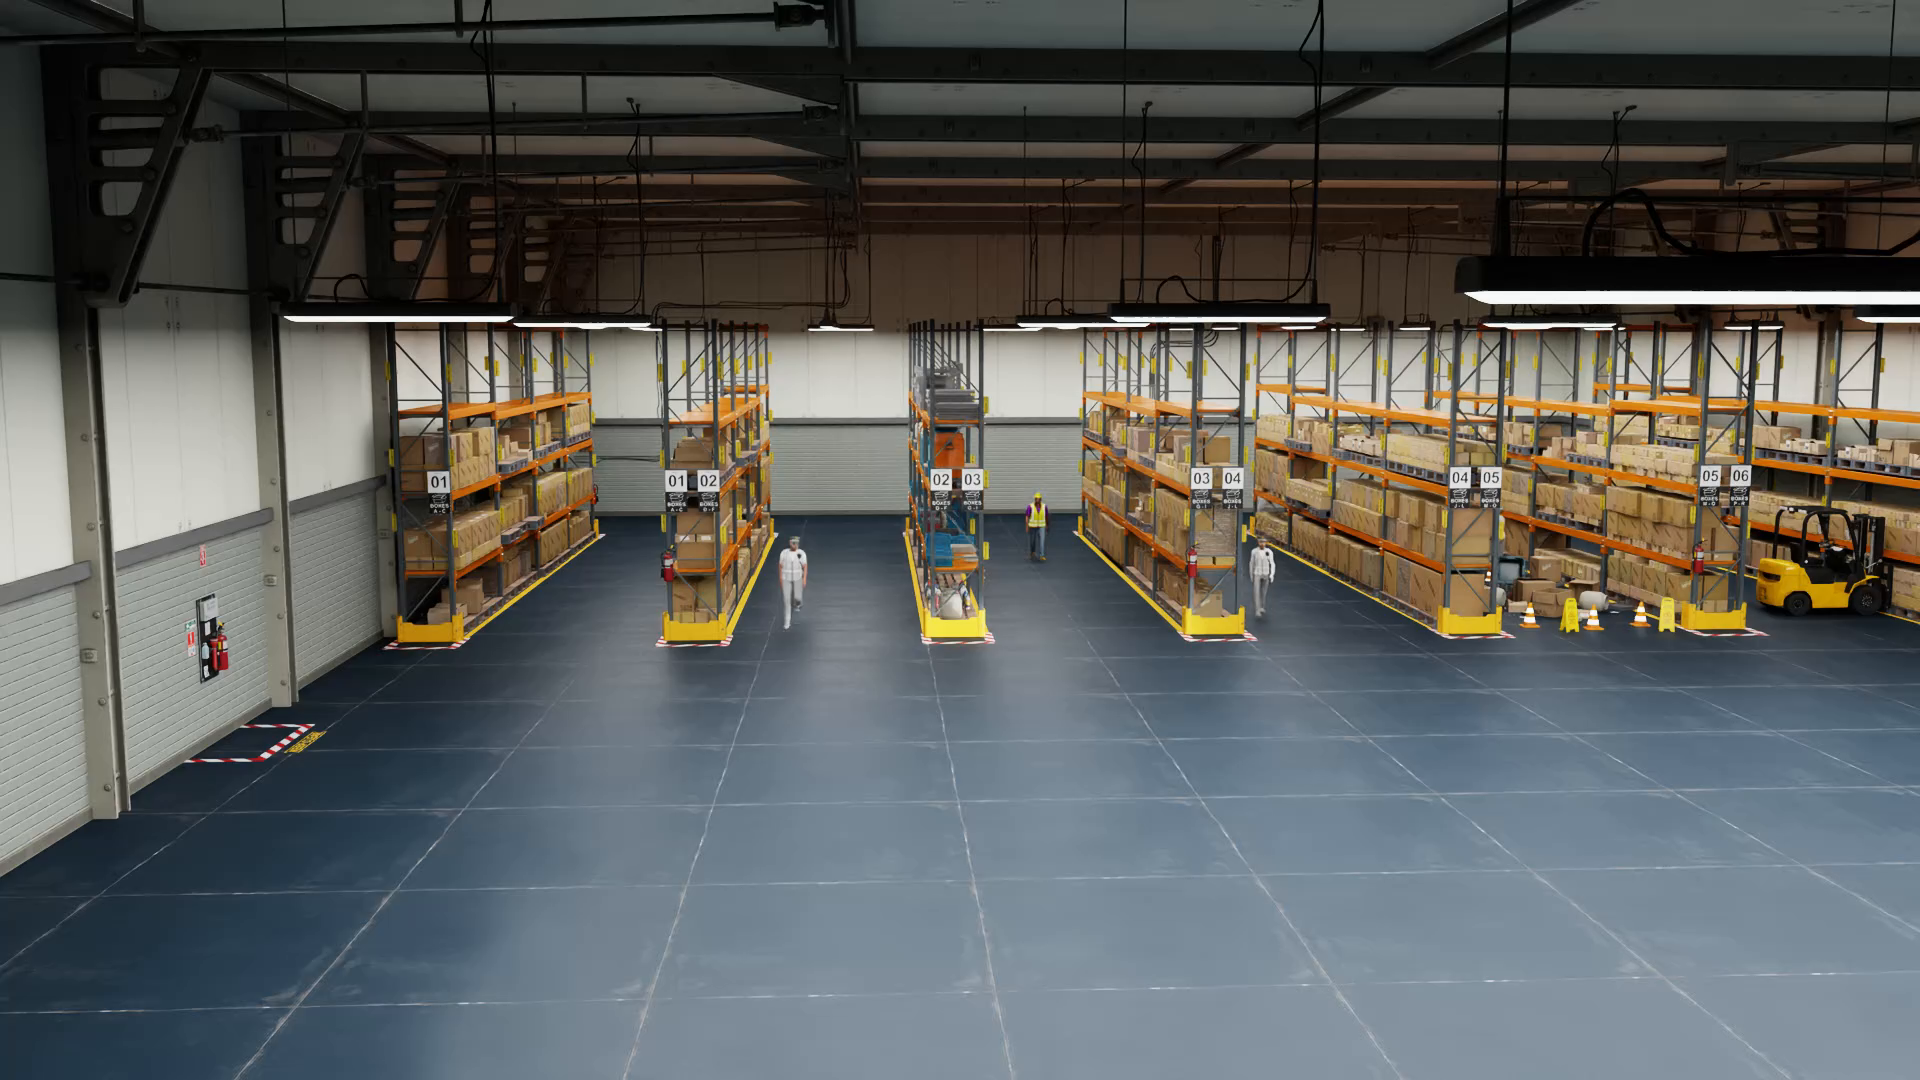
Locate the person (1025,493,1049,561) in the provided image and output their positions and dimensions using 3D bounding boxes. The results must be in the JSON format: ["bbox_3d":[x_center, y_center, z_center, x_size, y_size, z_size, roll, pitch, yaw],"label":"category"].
[{"bbox_3d":[1.971,-0.345,42.230,0.642,1.712,1.093,-1,7,-6],"label":"person"}]

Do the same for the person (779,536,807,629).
[{"bbox_3d":[-3.285,0.834,32.752,0.561,1.794,0.683,-1,7,-7],"label":"person"}]

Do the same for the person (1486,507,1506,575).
[{"bbox_3d":[12.788,0.021,39.517,0.470,1.701,0.491,-4,8,-29],"label":"person"}]

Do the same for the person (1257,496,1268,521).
[{"bbox_3d":[8.989,-1.202,49.426,0.877,1.625,0.480,-4,8,-30],"label":"person"}]

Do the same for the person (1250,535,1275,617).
[{"bbox_3d":[6.160,0.716,33.831,0.455,1.636,0.935,0,7,4],"label":"person"}]
